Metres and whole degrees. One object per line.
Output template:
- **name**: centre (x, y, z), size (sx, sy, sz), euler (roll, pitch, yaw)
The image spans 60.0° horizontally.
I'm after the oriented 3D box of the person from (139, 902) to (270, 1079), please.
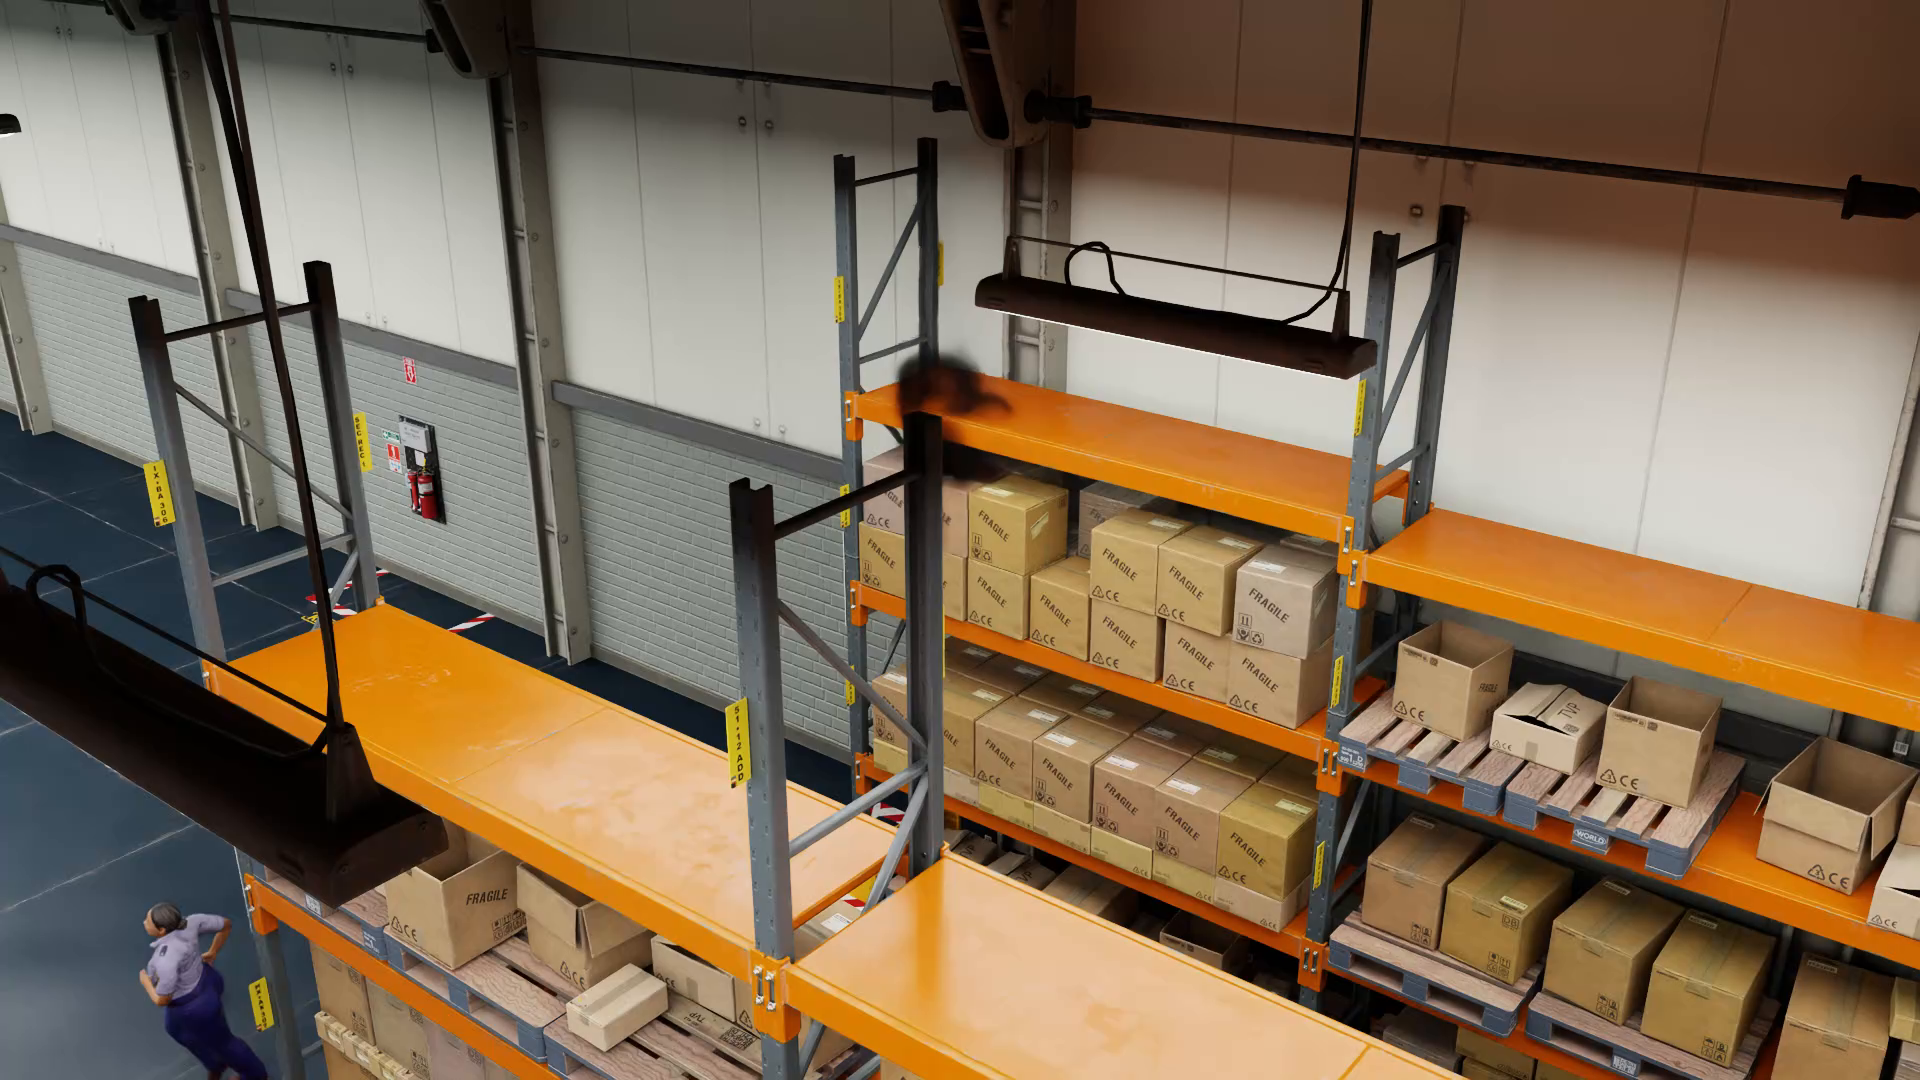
- **person**: centre (-4.923, 2.997, 10.741), size (0.622, 1.683, 0.647), euler (-4, 23, -10)
